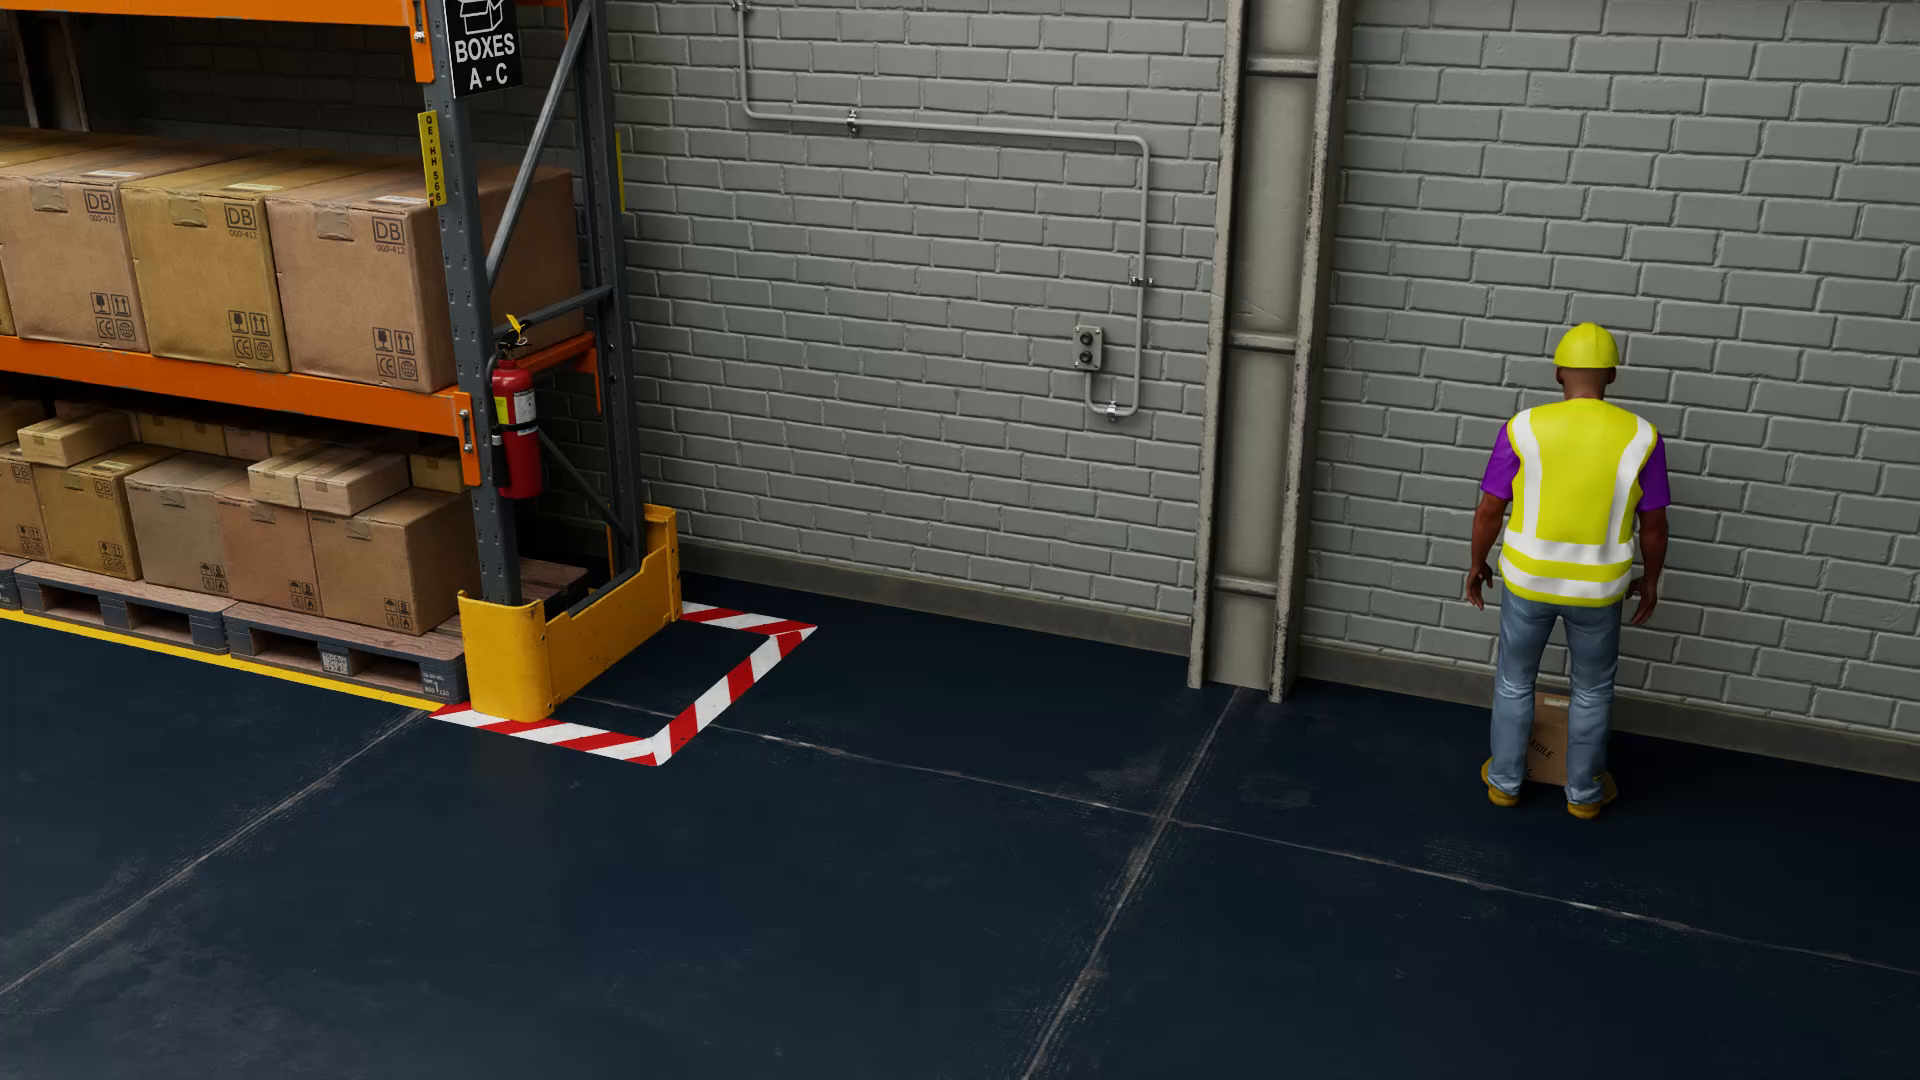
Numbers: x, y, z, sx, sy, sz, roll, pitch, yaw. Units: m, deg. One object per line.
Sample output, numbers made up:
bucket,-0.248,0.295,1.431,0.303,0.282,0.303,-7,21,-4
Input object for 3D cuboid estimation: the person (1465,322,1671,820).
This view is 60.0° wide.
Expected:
person,2.093,0.120,5.773,0.635,1.760,0.457,7,23,17
